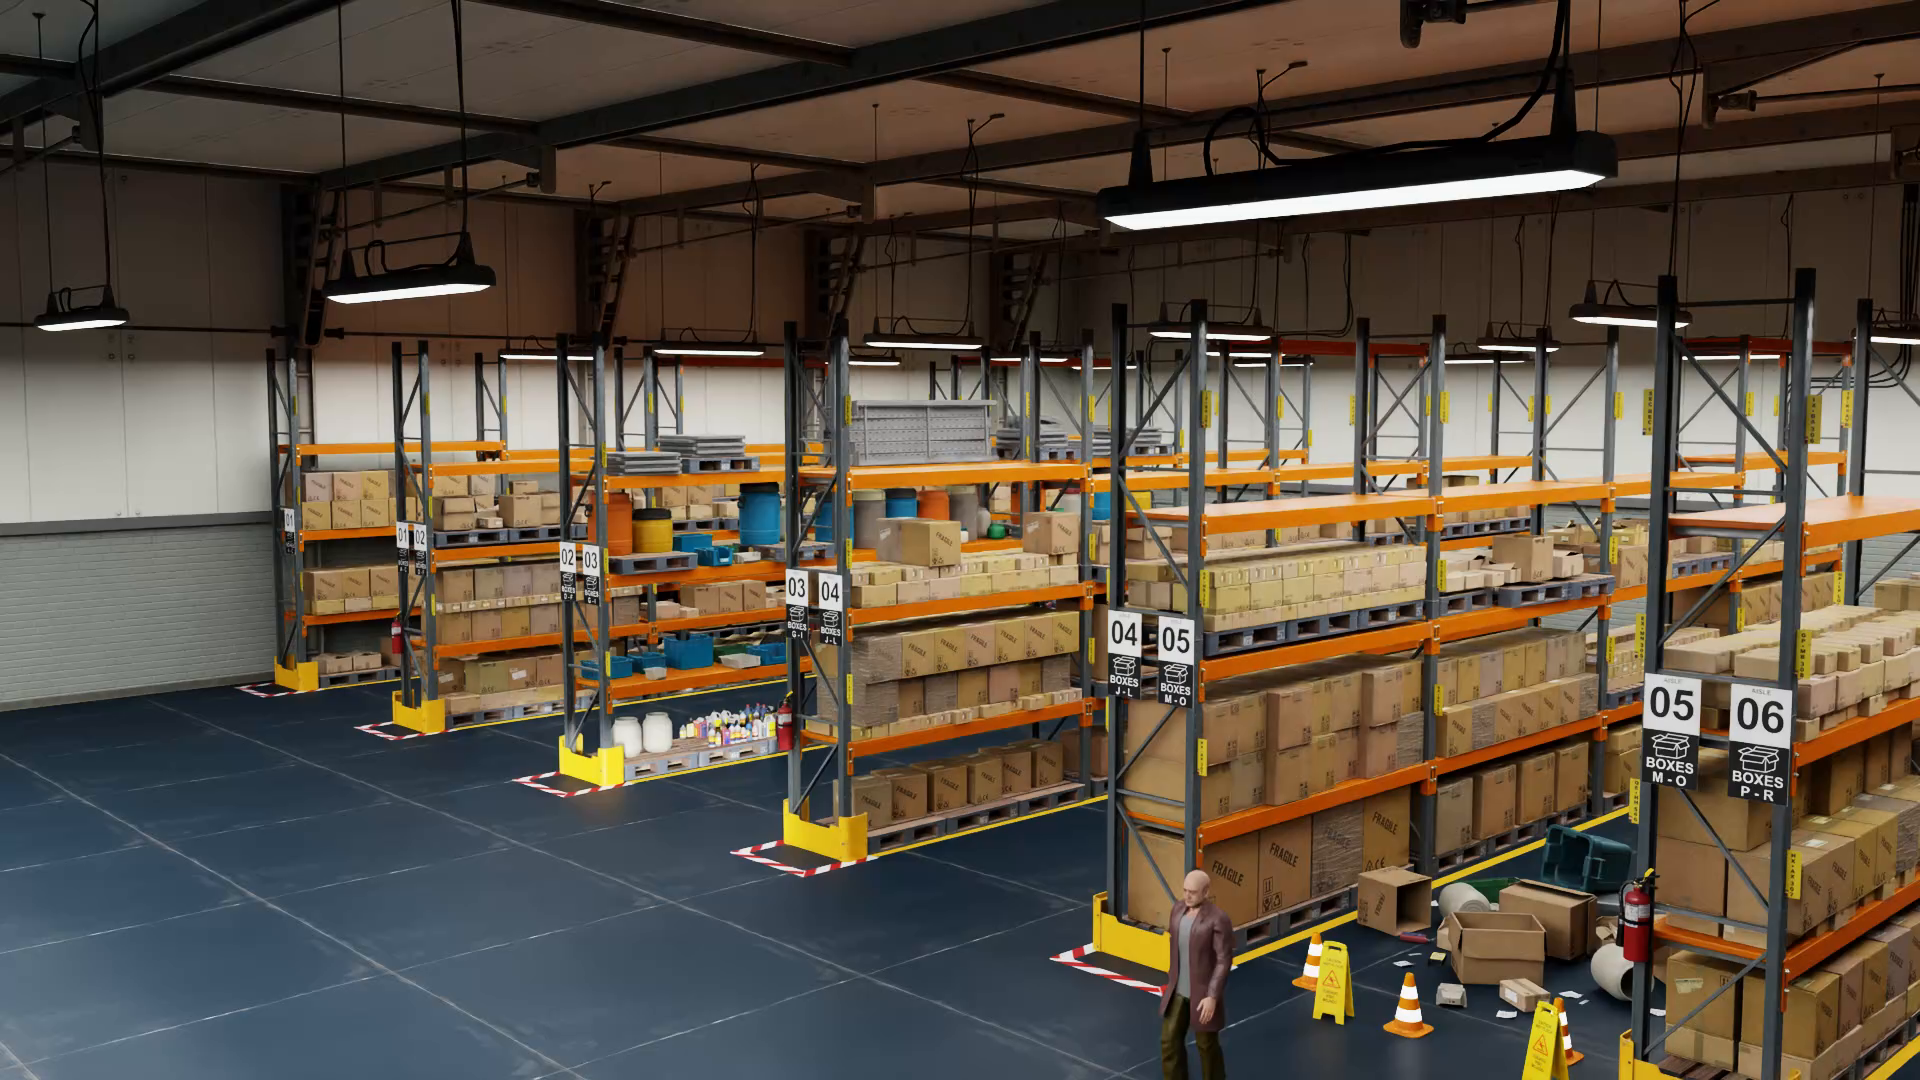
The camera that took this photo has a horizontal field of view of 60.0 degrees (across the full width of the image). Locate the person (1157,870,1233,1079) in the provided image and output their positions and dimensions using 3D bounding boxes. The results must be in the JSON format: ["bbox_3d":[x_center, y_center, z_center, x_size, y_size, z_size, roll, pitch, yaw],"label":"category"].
[{"bbox_3d":[1.673,3.271,11.894,0.606,1.841,0.633,-5,7,-43],"label":"person"}]
